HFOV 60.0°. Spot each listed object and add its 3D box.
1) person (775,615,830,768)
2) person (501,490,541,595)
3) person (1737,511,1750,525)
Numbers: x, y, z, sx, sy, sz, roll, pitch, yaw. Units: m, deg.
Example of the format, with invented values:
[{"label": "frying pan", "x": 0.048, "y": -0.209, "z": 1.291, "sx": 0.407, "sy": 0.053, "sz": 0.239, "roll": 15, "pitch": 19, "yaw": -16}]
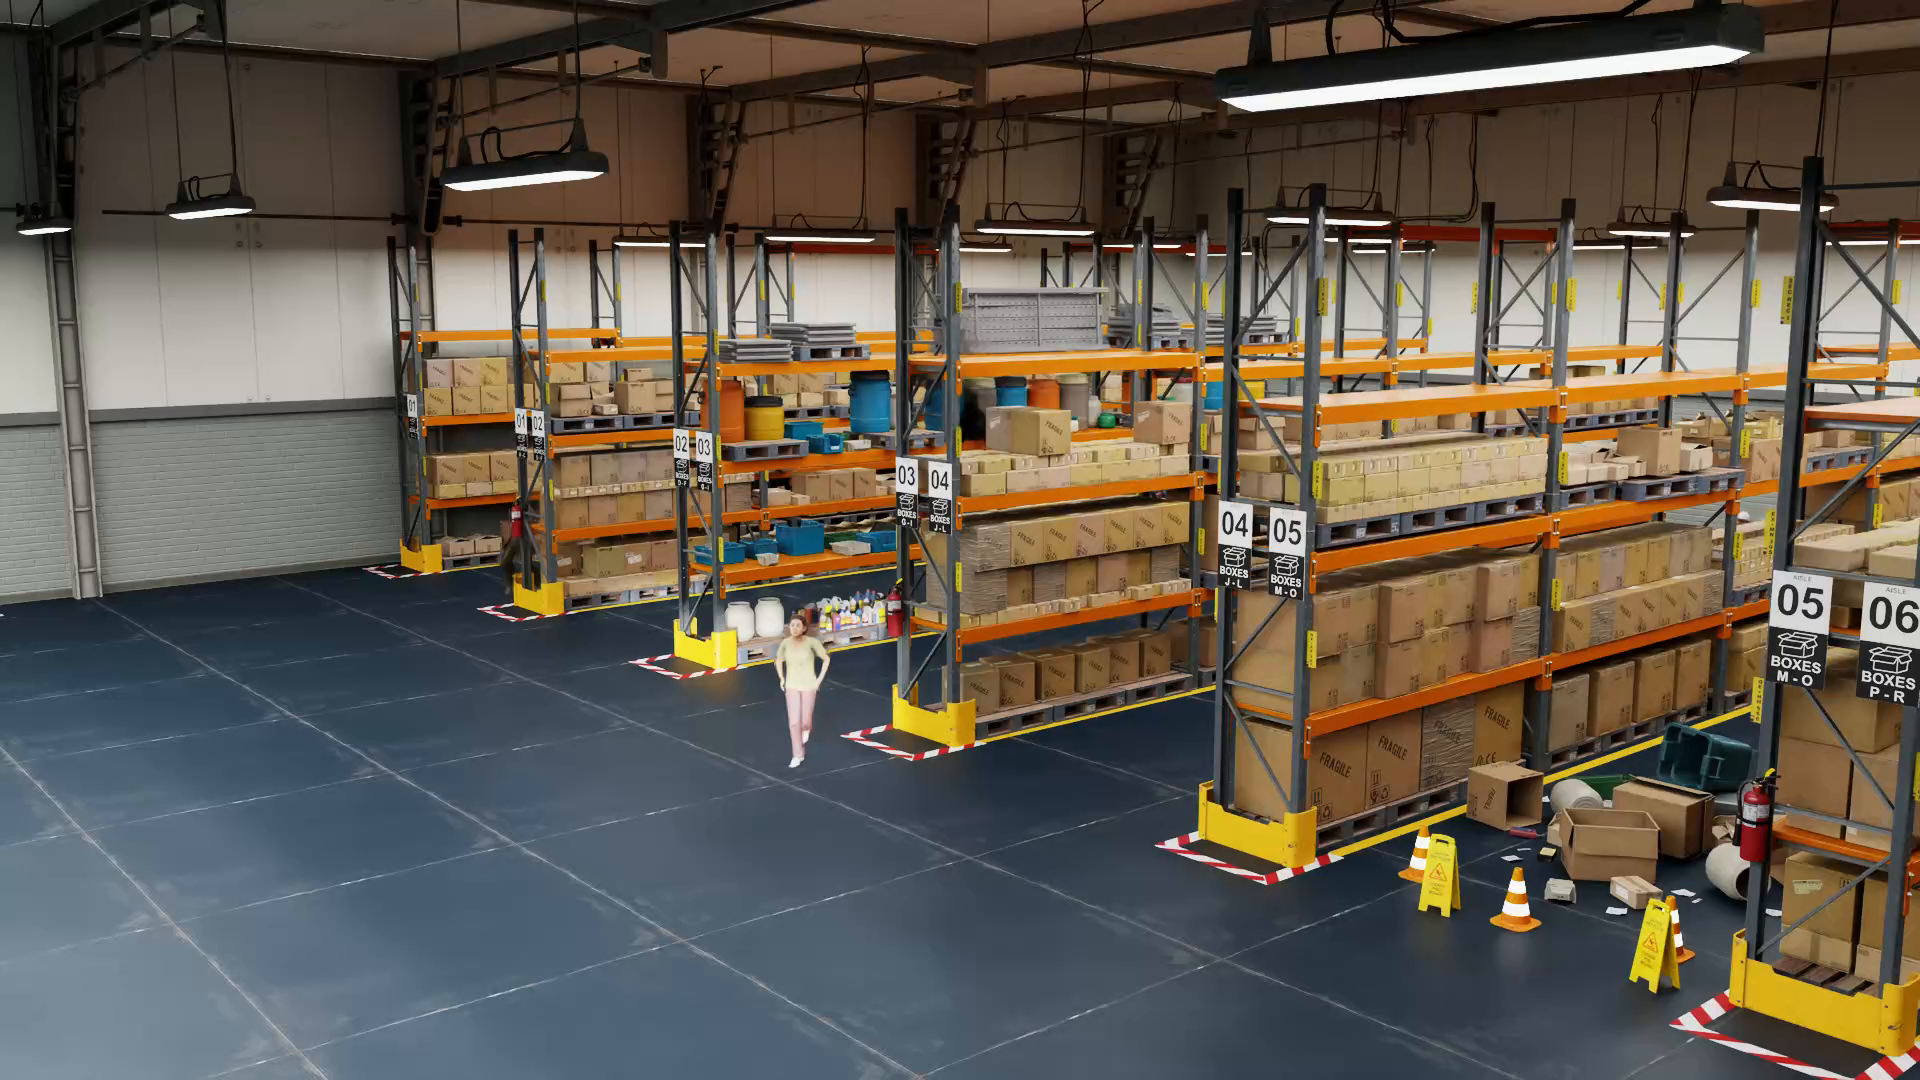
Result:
[{"label": "person", "x": -1.704, "y": 1.601, "z": 18.100, "sx": 0.595, "sy": 1.656, "sz": 0.639, "roll": 1, "pitch": 9, "yaw": 7}, {"label": "person", "x": -7.321, "y": 0.054, "z": 27.788, "sx": 0.706, "sy": 1.836, "sz": 0.808, "roll": 8, "pitch": 12, "yaw": 40}, {"label": "person", "x": 11.860, "y": 0.466, "z": 25.129, "sx": 1.006, "sy": 1.830, "sz": 0.643, "roll": -7, "pitch": 11, "yaw": -39}]
